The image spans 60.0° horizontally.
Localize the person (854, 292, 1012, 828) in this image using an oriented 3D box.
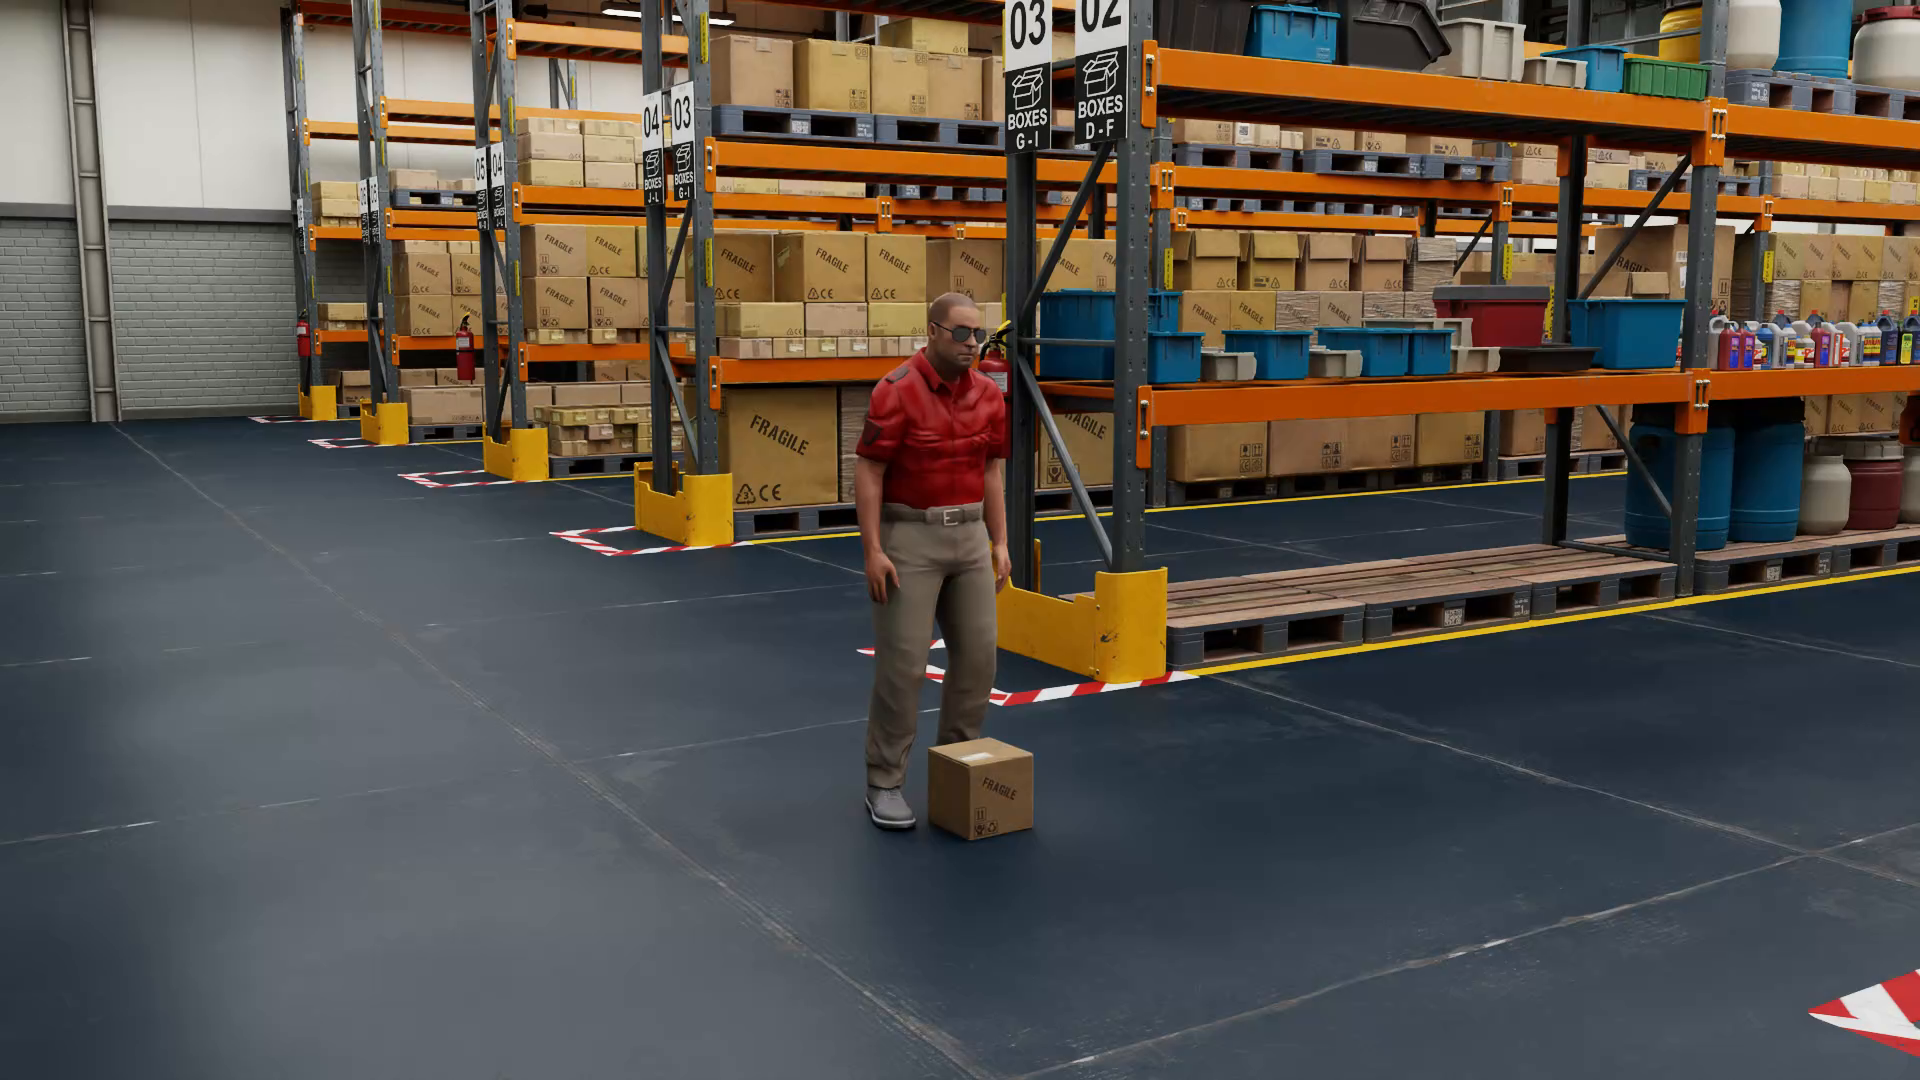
[{"bbox_3d":[-0.077,0.048,5.537,0.595,1.725,0.393,-5,10,-34],"label":"person"}]
